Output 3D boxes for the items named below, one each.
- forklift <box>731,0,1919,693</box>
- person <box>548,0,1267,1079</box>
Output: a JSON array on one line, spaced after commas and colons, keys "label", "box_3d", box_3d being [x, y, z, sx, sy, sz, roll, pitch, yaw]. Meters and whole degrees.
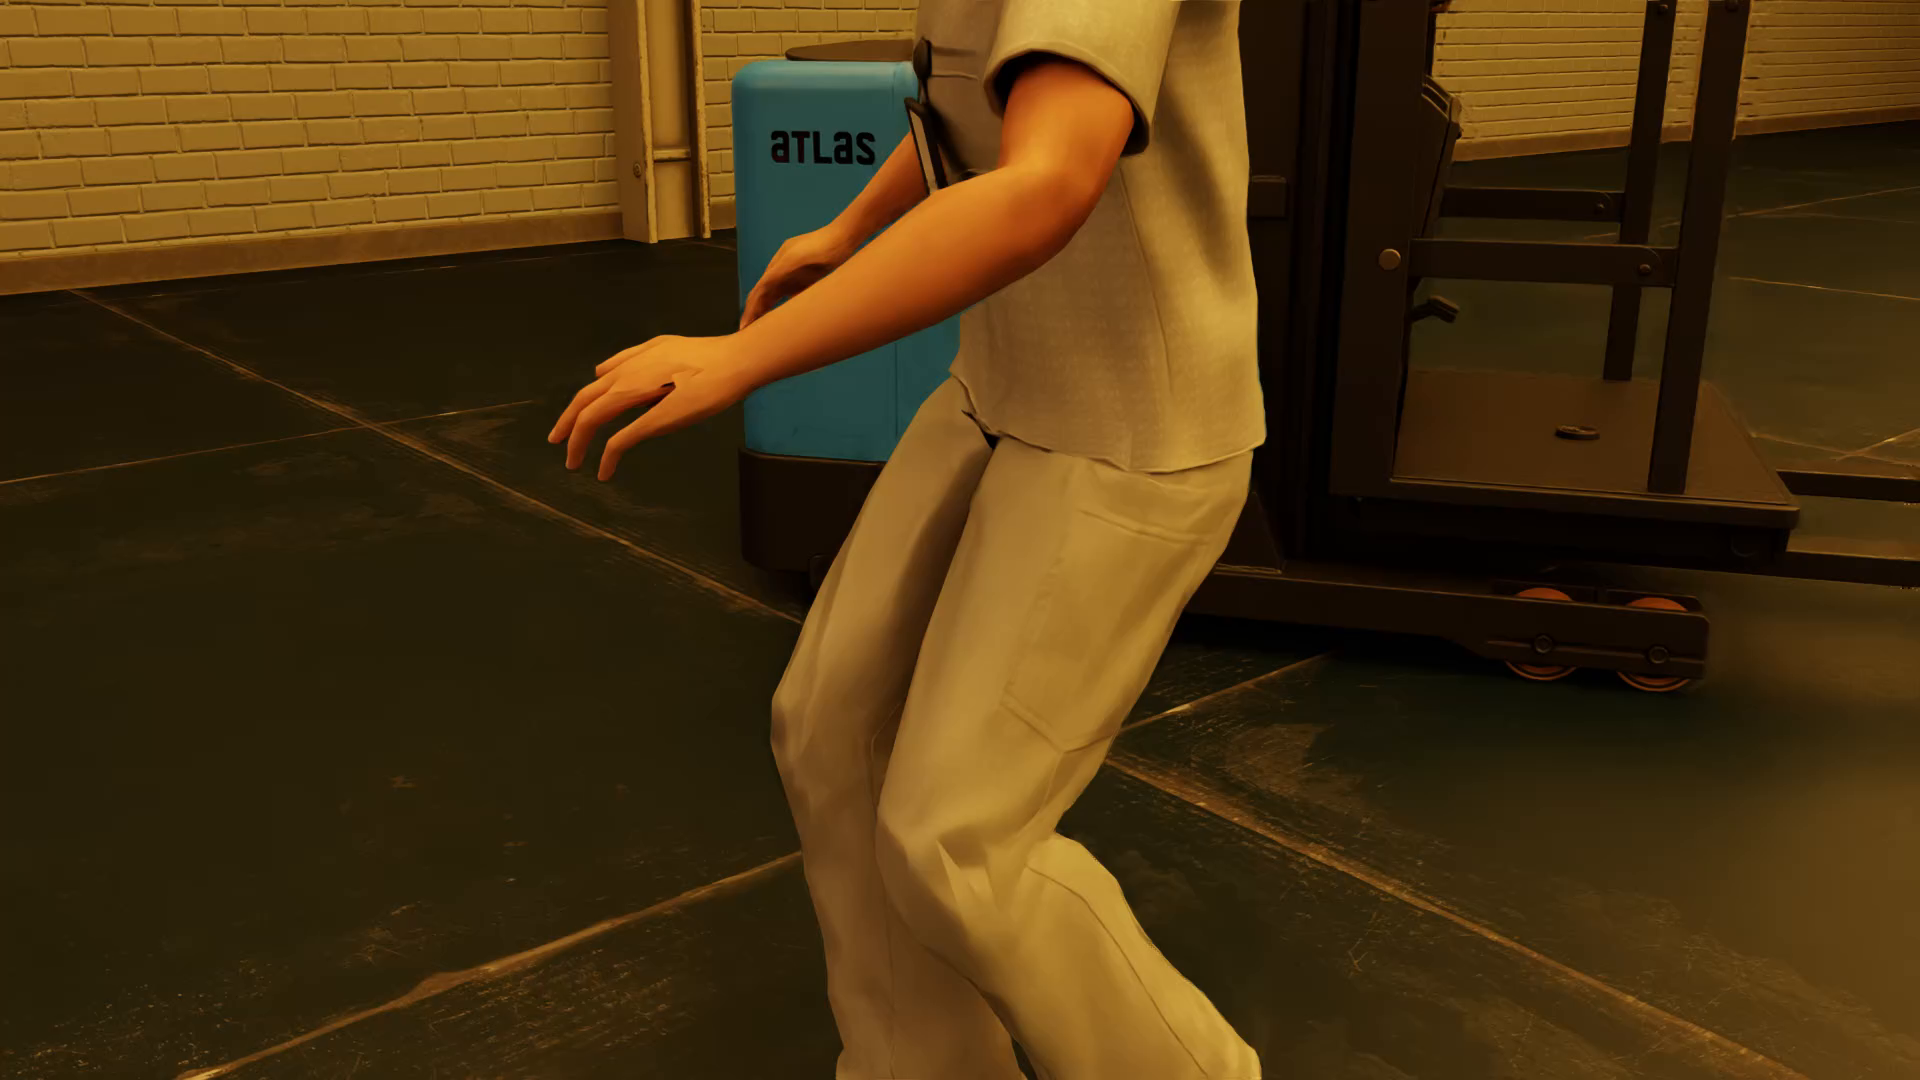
[{"label": "forklift", "box_3d": [1.117, -1.303, 3.104, 3.031, 2.935, 1.130, 5, 18, 15]}, {"label": "person", "box_3d": [-0.037, -0.081, 1.481, 0.659, 1.573, 0.699, -5, 18, -16]}]
